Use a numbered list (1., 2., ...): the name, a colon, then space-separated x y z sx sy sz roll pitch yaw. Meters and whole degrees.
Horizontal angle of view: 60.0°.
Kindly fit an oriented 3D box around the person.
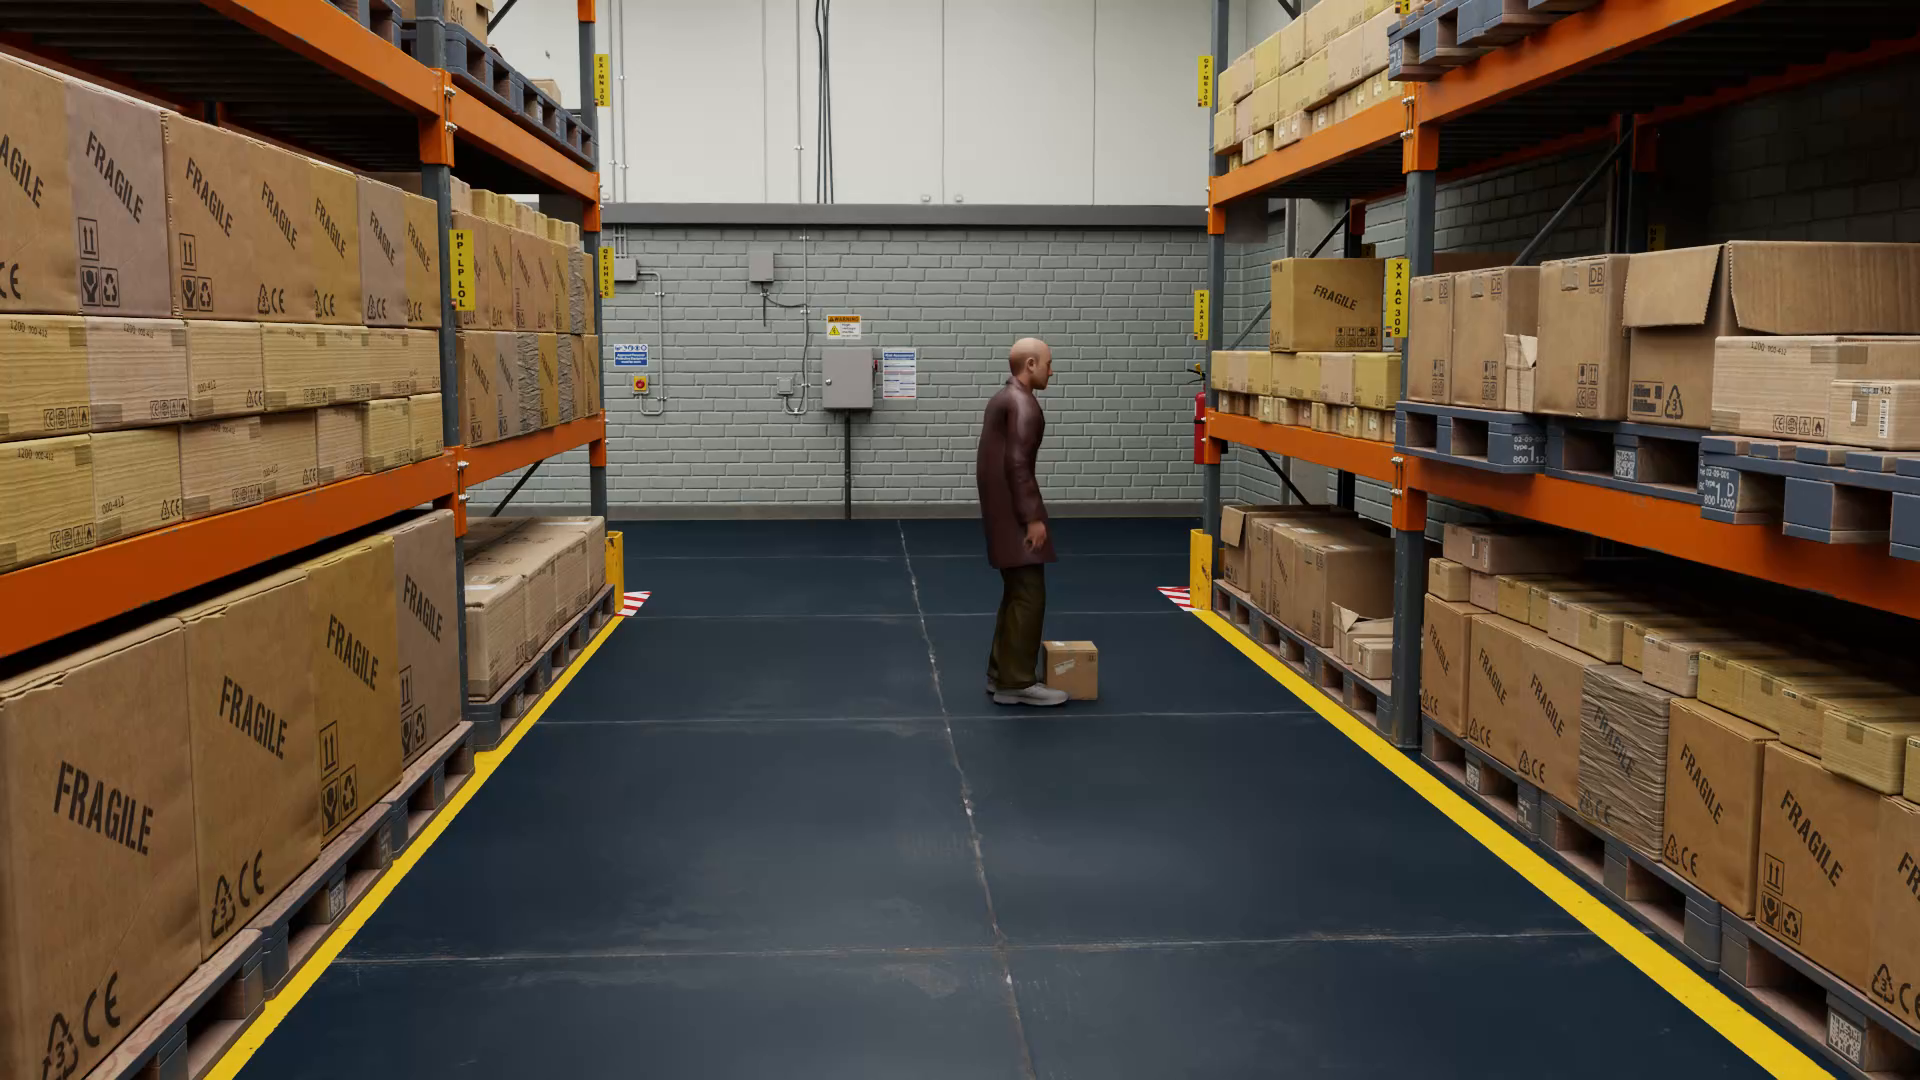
1. person: 0.298 -0.104 8.195 0.429 1.772 0.645 -1 7 -7
